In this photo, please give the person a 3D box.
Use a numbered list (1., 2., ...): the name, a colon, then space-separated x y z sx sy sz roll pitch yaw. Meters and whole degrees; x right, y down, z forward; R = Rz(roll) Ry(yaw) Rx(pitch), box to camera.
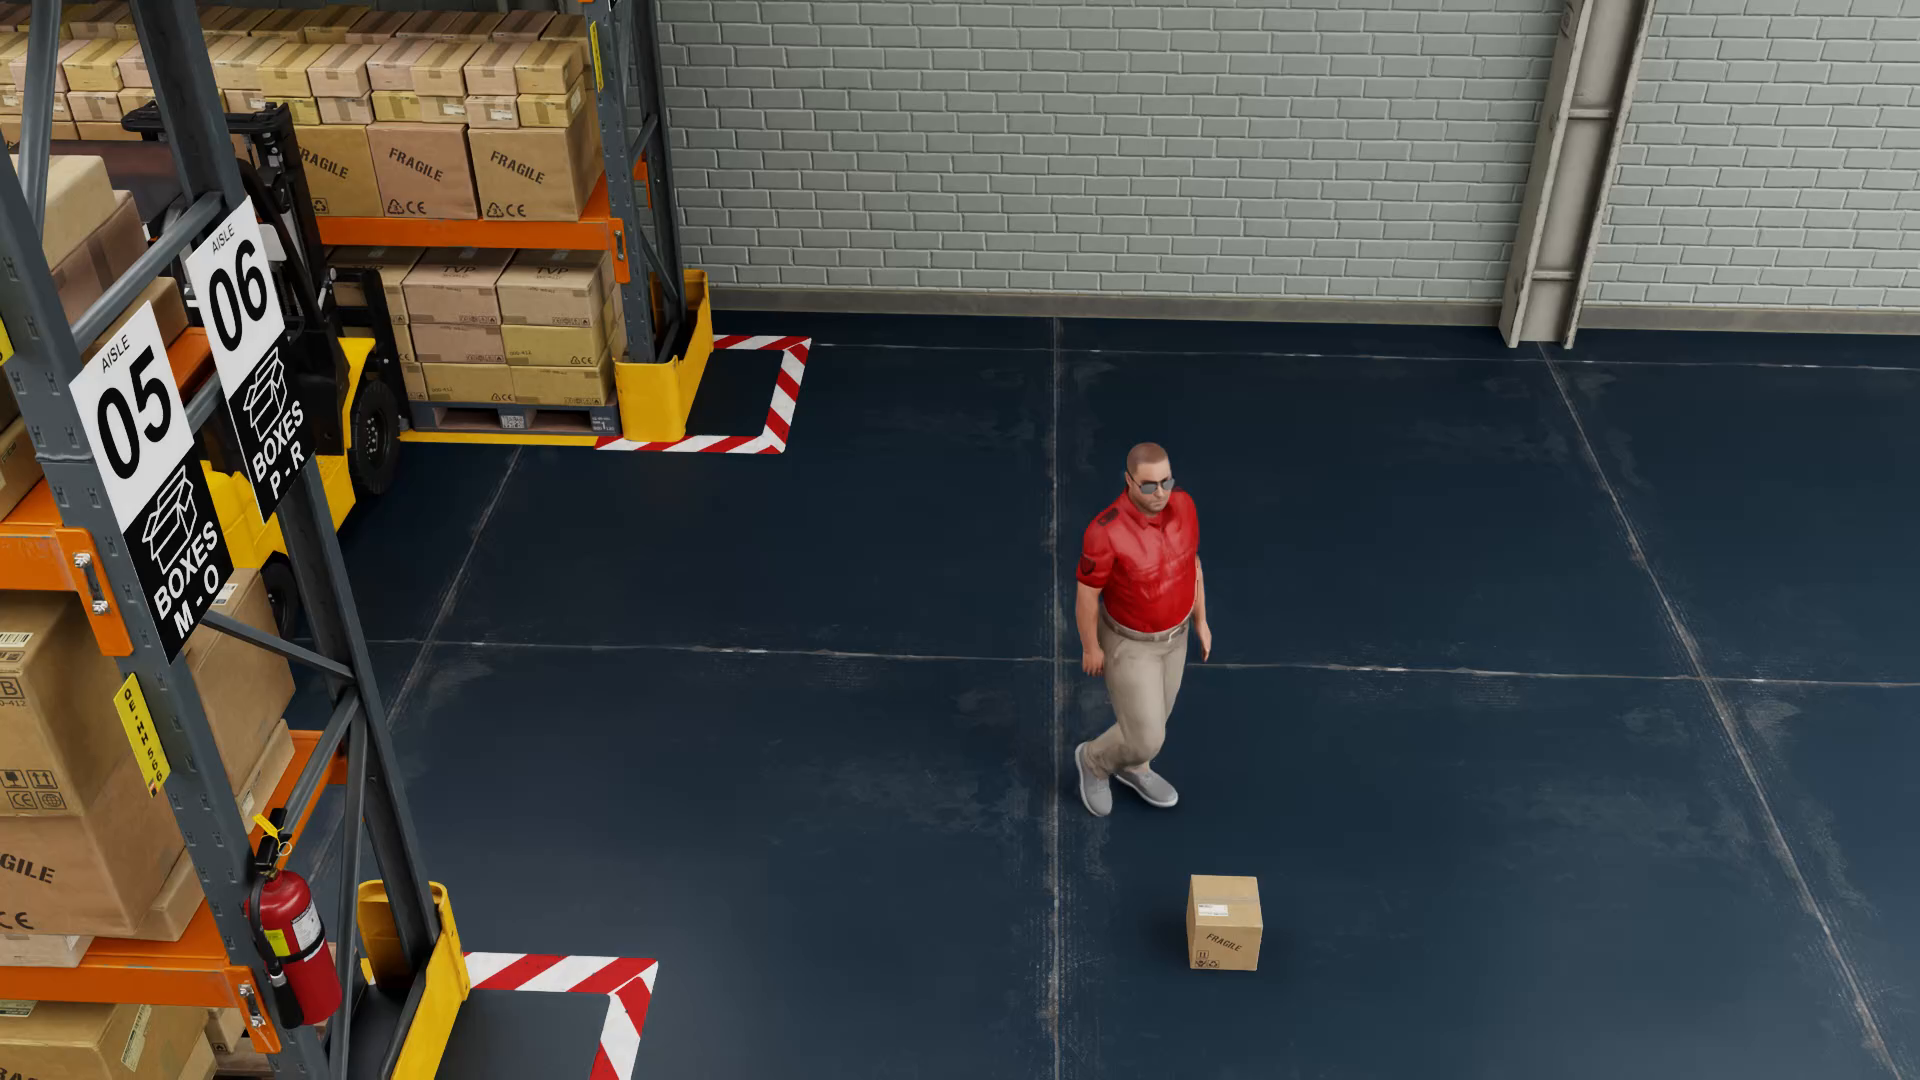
1. person: 0.748 0.404 6.559 0.543 1.755 0.452 -29 44 -34
